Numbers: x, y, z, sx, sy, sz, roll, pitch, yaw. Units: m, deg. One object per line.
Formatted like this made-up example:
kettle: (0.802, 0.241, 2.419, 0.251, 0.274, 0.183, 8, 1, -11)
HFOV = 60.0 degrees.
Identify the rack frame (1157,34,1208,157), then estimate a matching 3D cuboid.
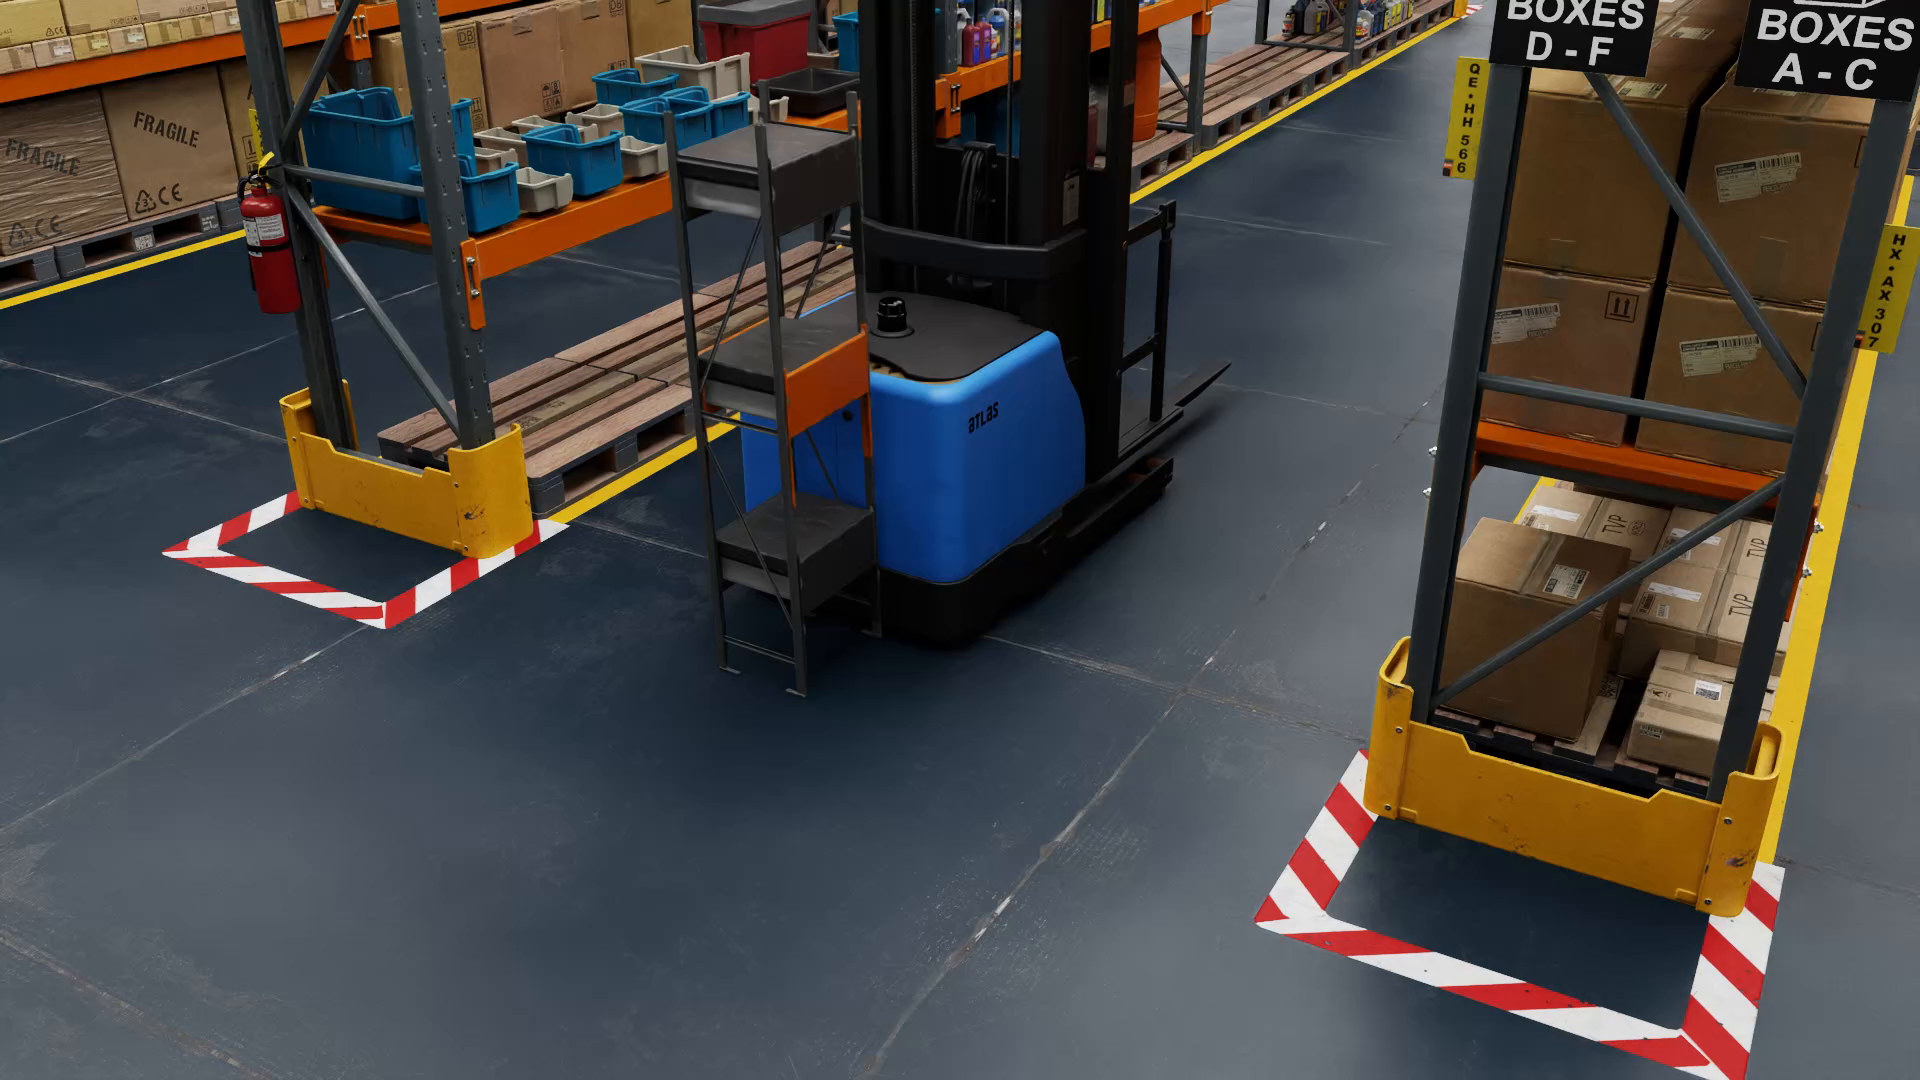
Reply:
rack frame: (1.491, -4.574, 13.036, 1.000, 3.000, 0.127, 14, 30, 26)

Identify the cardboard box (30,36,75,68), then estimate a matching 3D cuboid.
cardboard box: (-5.664, -3.002, 10.176, 0.380, 0.149, 0.250, 14, 30, 26)

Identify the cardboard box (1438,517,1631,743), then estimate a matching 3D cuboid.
cardboard box: (1.919, 0.291, 5.619, 0.500, 0.500, 0.500, 14, 30, 26)

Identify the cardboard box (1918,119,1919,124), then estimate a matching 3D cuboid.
cardboard box: (4.262, -2.291, 7.894, 0.700, 0.500, 0.500, 4, 27, 9)

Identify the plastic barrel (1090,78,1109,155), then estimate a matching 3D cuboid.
plastic barrel: (1.065, -3.215, 12.632, 0.421, 0.512, 0.421, 0, 27, 0)

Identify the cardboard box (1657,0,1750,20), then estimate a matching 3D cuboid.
cardboard box: (2.597, -1.690, 6.047, 0.500, 0.500, 0.500, 15, 30, 28)

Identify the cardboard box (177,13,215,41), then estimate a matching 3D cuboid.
cardboard box: (-5.159, -3.401, 10.974, 0.380, 0.149, 0.250, 15, 30, 27)

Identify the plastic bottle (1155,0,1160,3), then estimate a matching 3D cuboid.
plastic bottle: (1.430, -4.065, 12.241, 0.097, 0.201, 0.097, 0, 27, 0)

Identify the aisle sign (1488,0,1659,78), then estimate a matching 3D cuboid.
aisle sign: (1.566, -1.567, 4.126, 0.394, 0.787, 0.004, 14, 30, 26)

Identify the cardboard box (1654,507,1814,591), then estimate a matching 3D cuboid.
cardboard box: (2.873, 0.130, 6.220, 0.500, 0.250, 0.500, 14, 30, 26)

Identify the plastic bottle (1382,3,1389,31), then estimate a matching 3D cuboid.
plastic bottle: (4.428, -5.467, 17.363, 0.061, 0.283, 0.133, 16, 31, 28)

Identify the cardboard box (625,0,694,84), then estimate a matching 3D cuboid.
cardboard box: (-3.179, -4.638, 15.069, 1.225, 0.875, 0.875, 13, 29, 24)

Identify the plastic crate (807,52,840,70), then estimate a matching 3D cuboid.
plastic crate: (-0.830, -2.774, 9.668, 0.396, 0.136, 0.243, 14, 30, 26)

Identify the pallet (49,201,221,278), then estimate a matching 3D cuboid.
pallet: (-5.830, -2.102, 11.214, 1.003, 0.211, 1.213, 14, 30, 26)

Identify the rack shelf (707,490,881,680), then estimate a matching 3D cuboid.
rack shelf: (-0.611, 0.136, 6.207, 0.431, 0.518, 0.480, 15, 32, 28)

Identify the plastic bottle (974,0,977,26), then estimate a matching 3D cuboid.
plastic bottle: (0.044, -3.666, 11.361, 0.152, 0.276, 0.135, 14, 30, 26)

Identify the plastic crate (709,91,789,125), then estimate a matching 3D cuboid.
plastic crate: (-1.071, -2.179, 8.480, 0.293, 0.136, 0.466, 14, 30, 26)

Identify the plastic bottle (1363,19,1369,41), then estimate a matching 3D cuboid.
plastic bottle: (4.097, -5.185, 16.892, 0.097, 0.201, 0.097, 0, 27, 0)

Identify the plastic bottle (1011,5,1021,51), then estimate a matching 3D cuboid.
plastic bottle: (0.344, -3.236, 10.507, 0.097, 0.271, 0.097, 0, 27, 0)

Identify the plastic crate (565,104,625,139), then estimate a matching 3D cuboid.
plastic crate: (-1.800, -2.066, 8.254, 0.298, 0.136, 0.250, 14, 30, 26)

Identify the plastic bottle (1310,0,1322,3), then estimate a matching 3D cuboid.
plastic bottle: (3.778, -5.660, 17.674, 0.144, 0.351, 0.185, 14, 30, 26)

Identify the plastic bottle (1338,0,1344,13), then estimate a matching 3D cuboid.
plastic bottle: (4.213, -5.959, 18.437, 0.097, 0.201, 0.097, 0, 27, 0)

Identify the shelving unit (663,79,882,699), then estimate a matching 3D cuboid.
shelving unit: (-0.623, -0.492, 5.870, 0.431, 2.100, 0.503, 15, 32, 28)

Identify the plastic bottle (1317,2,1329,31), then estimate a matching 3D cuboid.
plastic bottle: (3.761, -5.478, 17.394, 0.152, 0.276, 0.135, 14, 30, 26)

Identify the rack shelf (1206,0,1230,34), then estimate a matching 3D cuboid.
rack shelf: (2.475, -5.032, 14.754, 1.077, 0.370, 4.000, 14, 30, 26)

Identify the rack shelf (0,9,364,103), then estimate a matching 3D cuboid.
rack shelf: (-5.773, -3.005, 10.705, 1.077, 0.370, 4.000, 14, 30, 26)

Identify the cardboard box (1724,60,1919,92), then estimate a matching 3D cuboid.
cardboard box: (2.565, -1.176, 5.020, 0.500, 0.500, 0.500, 15, 30, 27)

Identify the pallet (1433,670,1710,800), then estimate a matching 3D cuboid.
pallet: (2.295, 0.543, 5.931, 1.003, 0.211, 1.213, 14, 30, 26)

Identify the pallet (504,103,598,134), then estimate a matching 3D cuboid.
pallet: (-3.876, -3.653, 14.312, 1.003, 0.211, 1.213, 14, 30, 26)

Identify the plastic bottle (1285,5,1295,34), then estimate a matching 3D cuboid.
plastic bottle: (3.408, -5.375, 17.180, 0.061, 0.283, 0.133, 16, 31, 29)

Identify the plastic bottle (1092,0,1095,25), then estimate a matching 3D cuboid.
plastic bottle: (0.830, -3.678, 11.302, 0.144, 0.351, 0.185, 14, 30, 26)

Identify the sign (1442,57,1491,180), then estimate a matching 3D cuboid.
sign: (1.393, -1.153, 4.556, 0.100, 0.325, 0.005, 14, 30, 26)

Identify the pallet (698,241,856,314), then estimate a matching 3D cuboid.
pallet: (-0.804, -1.473, 9.957, 1.003, 0.211, 1.213, 14, 30, 26)

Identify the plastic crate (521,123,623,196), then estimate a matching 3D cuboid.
plastic crate: (-1.712, -1.688, 7.392, 0.416, 0.233, 0.300, 14, 30, 26)

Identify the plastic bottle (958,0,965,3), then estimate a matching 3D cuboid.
plastic bottle: (-0.018, -3.501, 11.037, 0.097, 0.271, 0.097, 0, 27, 0)

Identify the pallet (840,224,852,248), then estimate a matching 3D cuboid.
pallet: (-0.061, -2.060, 11.129, 1.003, 0.211, 1.213, 14, 30, 26)

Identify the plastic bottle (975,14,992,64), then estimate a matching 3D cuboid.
plastic bottle: (0.141, -3.064, 10.150, 0.061, 0.283, 0.133, 14, 30, 26)

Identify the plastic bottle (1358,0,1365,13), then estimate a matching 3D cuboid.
plastic bottle: (4.092, -5.400, 17.154, 0.144, 0.351, 0.185, 14, 30, 26)

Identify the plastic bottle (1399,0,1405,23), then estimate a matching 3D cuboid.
plastic bottle: (4.689, -5.712, 17.861, 0.152, 0.276, 0.135, 13, 30, 25)

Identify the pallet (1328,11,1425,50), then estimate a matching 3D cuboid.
pallet: (4.425, -5.616, 18.233, 1.003, 0.211, 1.213, 14, 30, 26)

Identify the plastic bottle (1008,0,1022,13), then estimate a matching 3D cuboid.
plastic bottle: (0.406, -3.450, 10.930, 0.152, 0.276, 0.135, 14, 30, 26)

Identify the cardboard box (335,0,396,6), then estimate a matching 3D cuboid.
cardboard box: (-4.345, -4.275, 12.327, 0.500, 0.500, 0.500, 14, 30, 26)

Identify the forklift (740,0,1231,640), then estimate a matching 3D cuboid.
forklift: (0.327, -1.548, 7.067, 1.130, 2.935, 3.031, 15, 30, 28)

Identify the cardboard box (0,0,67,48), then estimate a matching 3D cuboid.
cardboard box: (-5.785, -3.140, 10.006, 0.500, 0.250, 0.500, 13, 29, 24)

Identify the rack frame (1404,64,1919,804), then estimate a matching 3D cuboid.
rack frame: (1.866, -0.364, 4.626, 1.000, 3.000, 0.127, 14, 30, 26)
